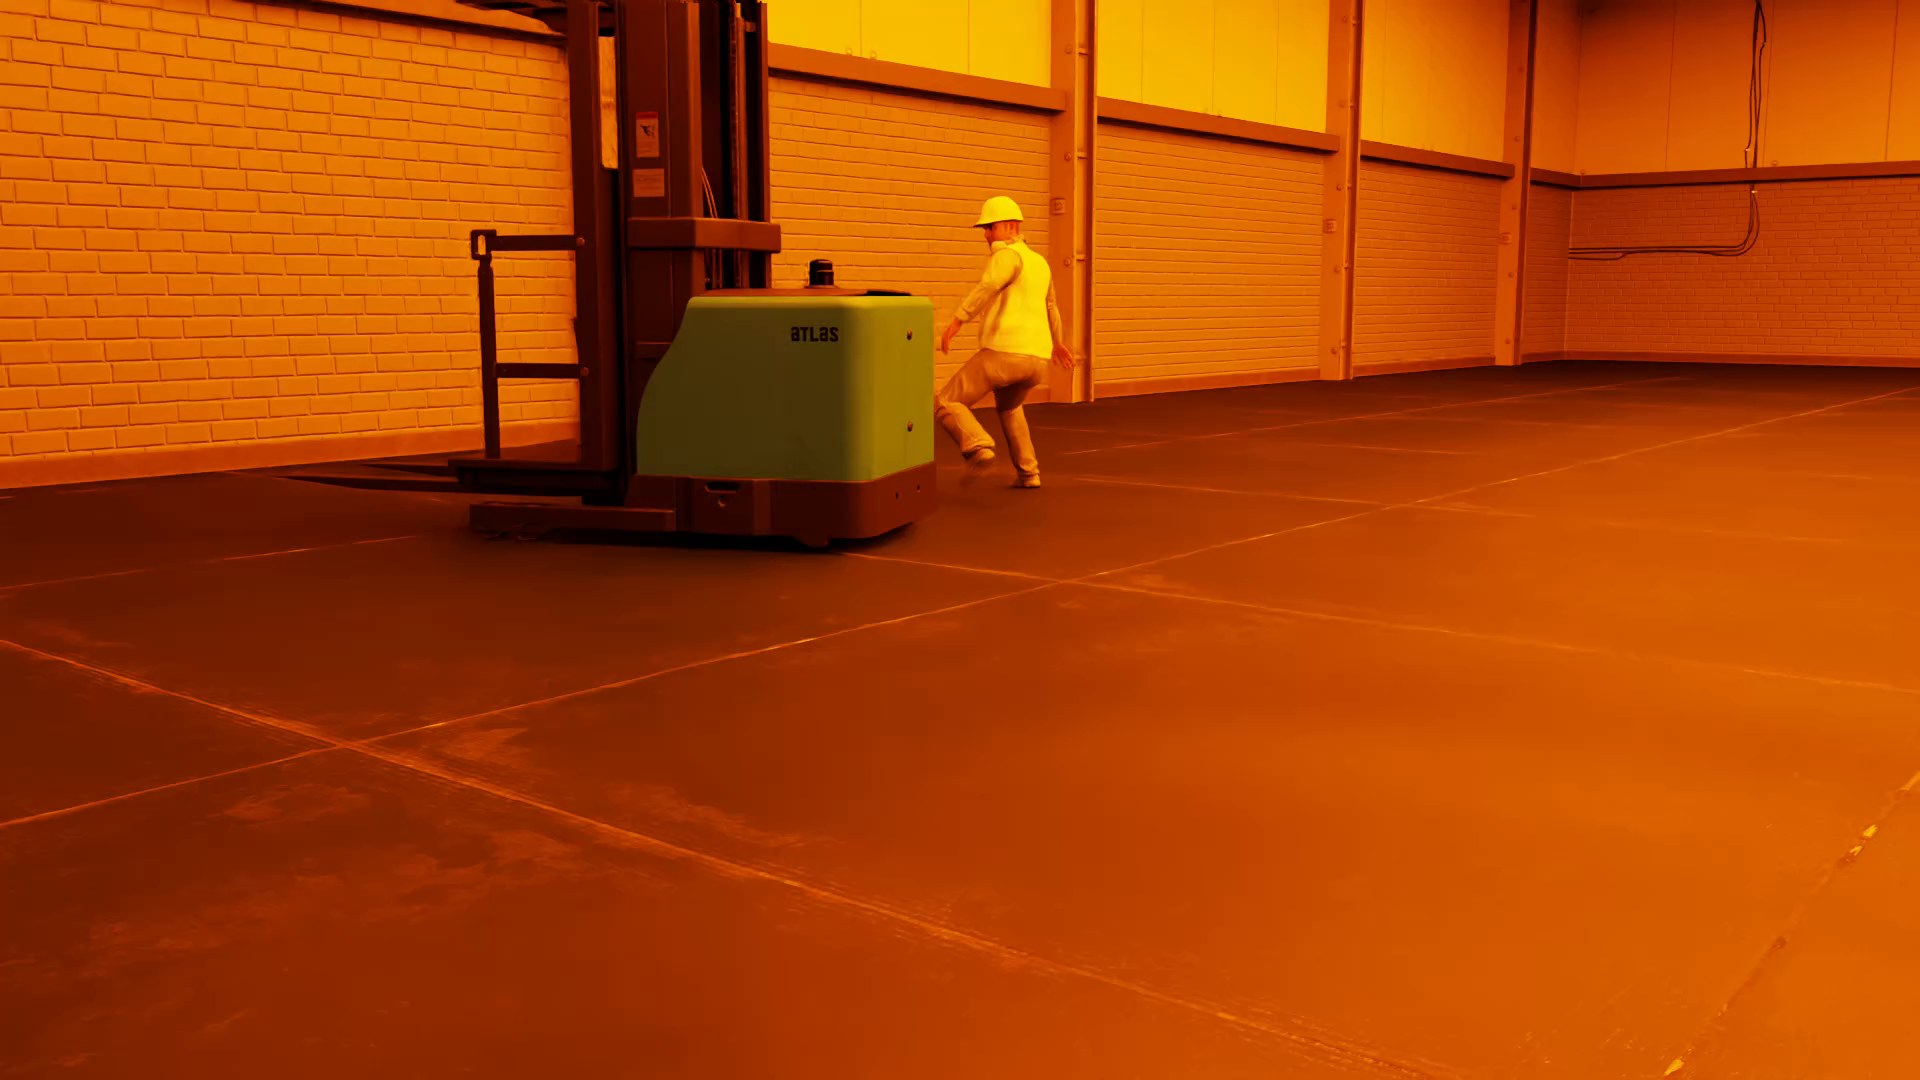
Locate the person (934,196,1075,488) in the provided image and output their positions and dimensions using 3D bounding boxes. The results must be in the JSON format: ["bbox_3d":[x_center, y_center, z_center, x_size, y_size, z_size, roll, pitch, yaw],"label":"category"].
[{"bbox_3d":[0.270,-1.054,9.181,0.502,1.656,1.099,6,11,38],"label":"person"}]

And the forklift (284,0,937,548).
[{"bbox_3d":[-1.683,-1.515,7.637,3.031,2.935,1.130,2,9,16],"label":"forklift"}]
